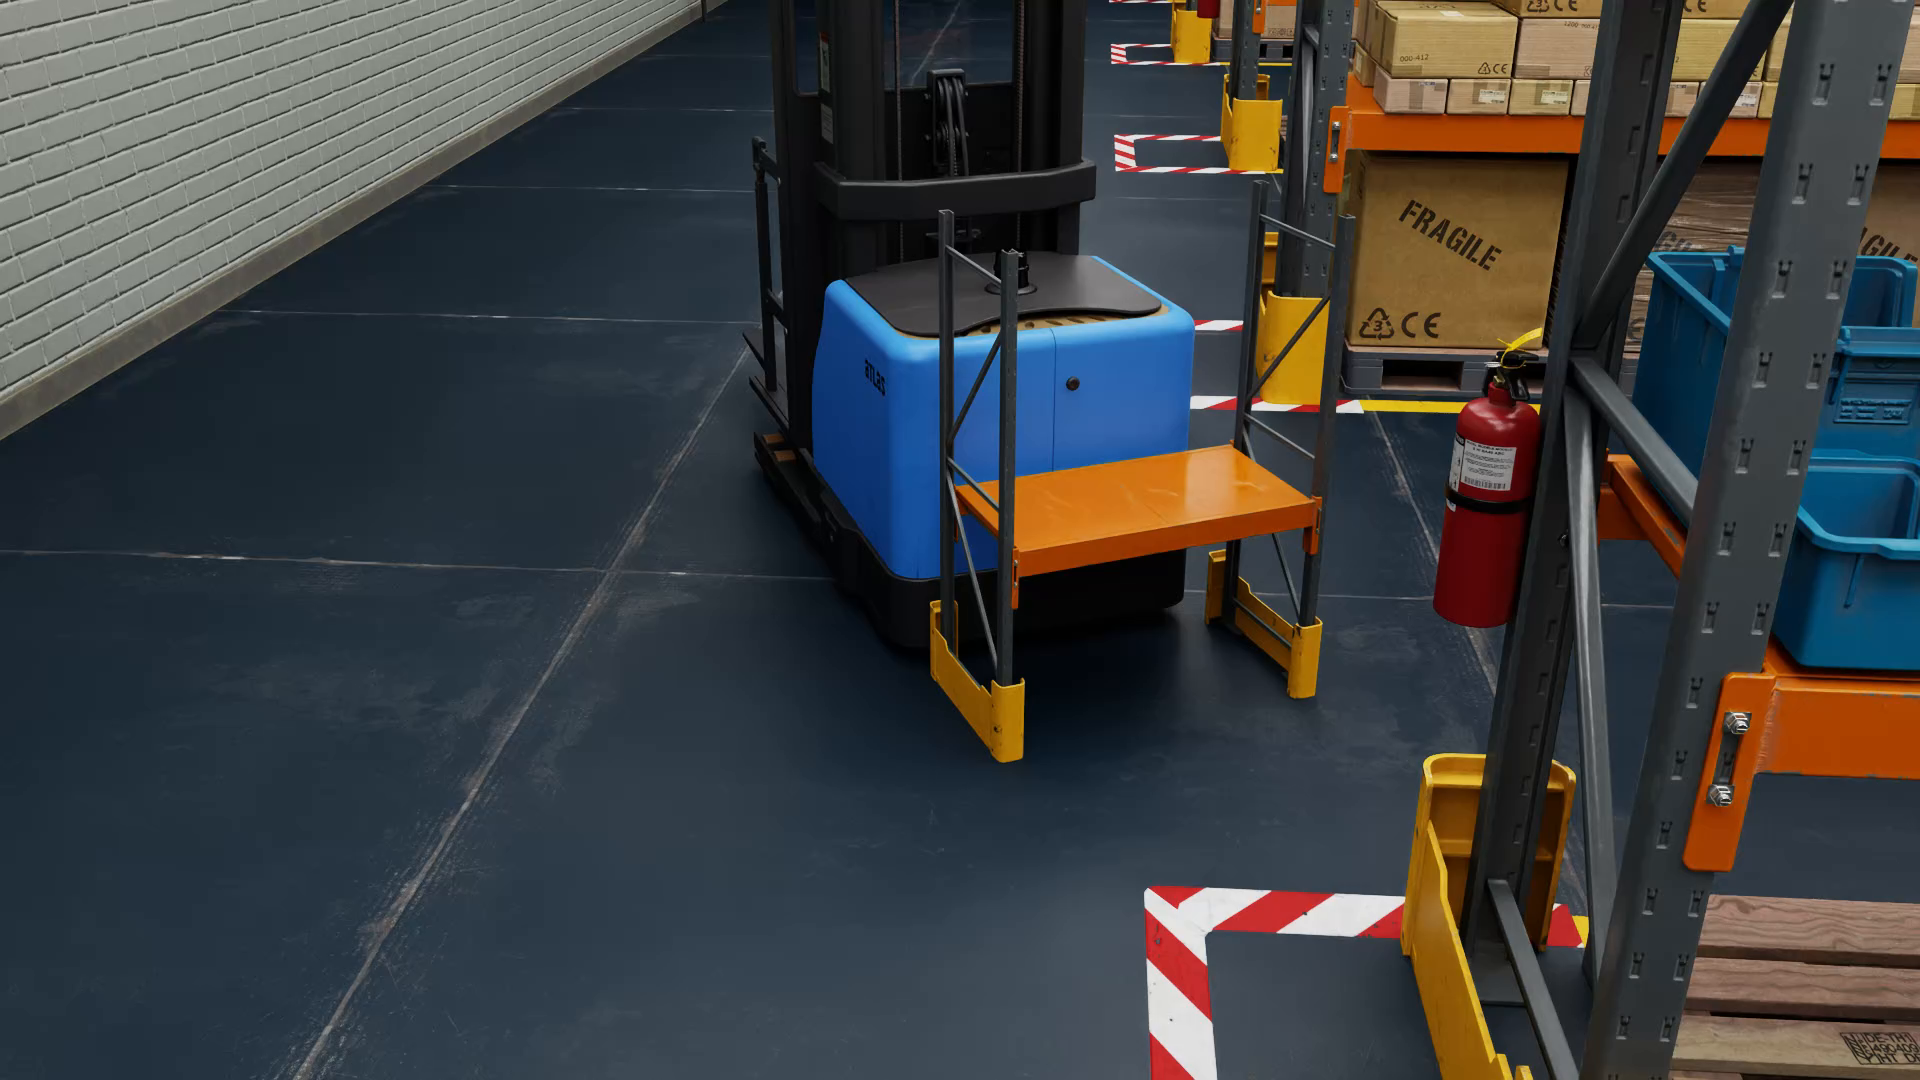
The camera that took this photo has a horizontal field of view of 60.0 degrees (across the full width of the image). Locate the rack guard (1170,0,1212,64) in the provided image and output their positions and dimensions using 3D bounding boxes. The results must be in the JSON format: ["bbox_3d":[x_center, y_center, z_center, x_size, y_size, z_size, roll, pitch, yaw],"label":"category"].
[{"bbox_3d":[2.357,-5.218,16.992,0.348,0.500,1.175,2,25,4],"label":"rack guard"}]

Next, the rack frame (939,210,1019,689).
[{"bbox_3d":[0.044,-0.150,4.782,0.032,1.500,0.500,-9,26,-20],"label":"rack frame"}]

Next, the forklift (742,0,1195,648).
[{"bbox_3d":[-0.206,-1.577,6.171,1.130,2.935,3.031,-8,26,-18],"label":"forklift"}]

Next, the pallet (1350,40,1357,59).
[{"bbox_3d":[4.398,-5.053,16.979,1.213,0.211,1.003,2,25,4],"label":"pallet"}]

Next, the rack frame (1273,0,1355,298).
[{"bbox_3d":[1.623,-2.223,7.492,0.127,3.000,1.000,2,25,4],"label":"rack frame"}]

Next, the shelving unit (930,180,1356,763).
[{"bbox_3d":[0.509,-0.227,4.949,1.083,1.500,0.587,-9,26,-20],"label":"shelving unit"}]

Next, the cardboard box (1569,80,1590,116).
[{"bbox_3d":[2.723,-1.936,7.170,0.250,0.149,0.380,1,25,3],"label":"cardboard box"}]

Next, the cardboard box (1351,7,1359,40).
[{"bbox_3d":[3.960,-5.375,16.905,0.875,0.438,0.875,2,25,5],"label":"cardboard box"}]

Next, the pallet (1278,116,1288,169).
[{"bbox_3d":[2.986,-2.977,12.467,1.213,0.211,1.003,2,25,4],"label":"pallet"}]

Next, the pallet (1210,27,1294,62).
[{"bbox_3d":[3.184,-5.093,17.066,1.213,0.211,1.003,2,25,4],"label":"pallet"}]

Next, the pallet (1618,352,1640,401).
[{"bbox_3d":[3.639,-0.923,8.003,1.213,0.211,1.003,2,25,4],"label":"pallet"}]

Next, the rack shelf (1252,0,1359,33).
[{"bbox_3d":[4.097,-3.896,11.989,4.000,0.370,1.077,2,25,4],"label":"rack shelf"}]

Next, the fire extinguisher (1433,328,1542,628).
[{"bbox_3d":[1.128,-0.148,3.522,0.183,0.674,0.296,2,25,4],"label":"fire extinguisher"}]

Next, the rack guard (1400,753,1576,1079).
[{"bbox_3d":[1.218,0.982,3.518,0.348,0.500,1.175,2,25,4],"label":"rack guard"}]

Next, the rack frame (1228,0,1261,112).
[{"bbox_3d":[2.103,-4.287,11.978,0.127,3.000,1.000,2,25,4],"label":"rack frame"}]

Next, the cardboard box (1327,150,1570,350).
[{"bbox_3d":[2.267,-1.461,7.876,0.875,0.875,0.875,2,25,4],"label":"cardboard box"}]

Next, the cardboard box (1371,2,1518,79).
[{"bbox_3d":[2.080,-2.162,7.183,0.500,0.250,0.500,1,25,3],"label":"cardboard box"}]

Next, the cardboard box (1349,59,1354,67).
[{"bbox_3d":[2.896,-3.509,12.485,0.250,0.149,0.380,2,25,5],"label":"cardboard box"}]

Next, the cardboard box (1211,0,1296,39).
[{"bbox_3d":[3.047,-5.400,16.961,0.875,0.438,0.875,1,25,2],"label":"cardboard box"}]

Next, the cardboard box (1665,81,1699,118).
[{"bbox_3d":[2.976,-1.928,7.151,0.250,0.149,0.380,1,25,3],"label":"cardboard box"}]

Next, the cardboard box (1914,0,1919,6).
[{"bbox_3d":[4.143,-2.658,7.364,0.500,0.500,0.500,1,25,2],"label":"cardboard box"}]

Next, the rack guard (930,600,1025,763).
[{"bbox_3d":[0.045,0.417,5.044,0.087,0.250,0.587,-9,26,-20],"label":"rack guard"}]

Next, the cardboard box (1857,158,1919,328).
[{"bbox_3d":[4.061,-1.404,7.751,0.875,0.875,0.875,2,25,4],"label":"cardboard box"}]

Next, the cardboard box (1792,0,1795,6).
[{"bbox_3d":[3.659,-2.337,7.564,0.500,0.250,0.500,2,25,4],"label":"cardboard box"}]

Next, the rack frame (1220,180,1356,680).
[{"bbox_3d":[0.990,-0.307,5.122,0.032,1.500,0.500,-9,26,-20],"label":"rack frame"}]

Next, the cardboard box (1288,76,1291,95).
[{"bbox_3d":[2.651,-3.420,12.645,0.250,0.149,0.380,1,25,3],"label":"cardboard box"}]

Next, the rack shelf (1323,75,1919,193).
[{"bbox_3d":[3.617,-1.832,7.503,4.000,0.370,1.077,2,25,4],"label":"rack shelf"}]

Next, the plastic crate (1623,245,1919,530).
[{"bbox_3d":[1.592,-0.269,3.132,0.499,0.435,0.616,2,25,4],"label":"plastic crate"}]

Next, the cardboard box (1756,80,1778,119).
[{"bbox_3d":[3.485,-1.911,7.115,0.250,0.149,0.380,1,25,3],"label":"cardboard box"}]

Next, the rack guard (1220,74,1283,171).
[{"bbox_3d":[2.179,-3.149,12.495,0.348,0.500,1.175,2,25,4],"label":"rack guard"}]

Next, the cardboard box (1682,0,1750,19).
[{"bbox_3d":[3.096,-2.472,6.961,0.500,0.500,0.500,1,25,3],"label":"cardboard box"}]

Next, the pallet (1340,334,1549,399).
[{"bbox_3d":[2.426,-0.963,8.090,1.213,0.211,1.003,2,25,4],"label":"pallet"}]

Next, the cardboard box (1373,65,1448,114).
[{"bbox_3d":[1.951,-1.960,7.221,0.250,0.149,0.380,2,25,5],"label":"cardboard box"}]

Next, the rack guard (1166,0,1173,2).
[{"bbox_3d":[2.833,-7.284,21.482,0.348,0.500,1.175,2,25,4],"label":"rack guard"}]

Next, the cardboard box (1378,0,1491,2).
[{"bbox_3d":[2.128,-2.724,7.509,0.500,0.500,0.500,2,25,5],"label":"cardboard box"}]

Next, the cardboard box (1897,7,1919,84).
[{"bbox_3d":[4.125,-2.098,7.045,0.500,0.250,0.500,2,25,5],"label":"cardboard box"}]

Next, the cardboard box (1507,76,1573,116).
[{"bbox_3d":[2.462,-1.944,7.187,0.250,0.149,0.380,1,25,3],"label":"cardboard box"}]

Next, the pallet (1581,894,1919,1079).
[{"bbox_3d":[2.063,1.151,3.496,1.213,0.211,1.003,2,25,4],"label":"pallet"}]

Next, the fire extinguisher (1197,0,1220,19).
[{"bbox_3d":[1.887,-4.283,12.507,0.183,0.674,0.296,2,25,4],"label":"fire extinguisher"}]

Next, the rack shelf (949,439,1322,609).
[{"bbox_3d":[0.517,-0.065,5.027,1.000,0.185,0.538,-9,26,-20],"label":"rack shelf"}]

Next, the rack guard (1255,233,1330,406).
[{"bbox_3d":[1.599,-1.088,8.016,0.348,0.500,1.175,2,25,4],"label":"rack guard"}]

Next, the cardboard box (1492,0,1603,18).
[{"bbox_3d":[2.579,-2.486,6.992,0.500,0.500,0.500,1,25,3],"label":"cardboard box"}]

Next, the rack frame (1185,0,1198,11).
[{"bbox_3d":[2.381,-6.353,16.468,0.127,3.000,1.000,2,25,4],"label":"rack frame"}]

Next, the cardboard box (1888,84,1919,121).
[{"bbox_3d":[4.000,-1.895,7.080,0.250,0.149,0.380,1,25,3],"label":"cardboard box"}]

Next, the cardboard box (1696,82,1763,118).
[{"bbox_3d":[3.233,-1.920,7.134,0.250,0.149,0.380,2,25,3],"label":"cardboard box"}]

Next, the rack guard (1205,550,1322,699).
[{"bbox_3d":[0.971,0.264,5.377,0.087,0.250,0.587,-9,26,-20],"label":"rack guard"}]

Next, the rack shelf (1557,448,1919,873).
[{"bbox_3d":[3.237,0.232,3.017,4.000,0.370,1.077,2,25,4],"label":"rack shelf"}]

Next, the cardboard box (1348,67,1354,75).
[{"bbox_3d":[2.883,-3.336,12.107,0.250,0.149,0.380,2,25,5],"label":"cardboard box"}]

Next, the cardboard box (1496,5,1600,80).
[{"bbox_3d":[2.599,-2.148,7.153,0.500,0.250,0.500,2,25,3],"label":"cardboard box"}]

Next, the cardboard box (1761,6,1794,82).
[{"bbox_3d":[3.621,-2.116,7.083,0.500,0.250,0.500,1,25,3],"label":"cardboard box"}]

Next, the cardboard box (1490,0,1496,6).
[{"bbox_3d":[2.632,-2.368,7.632,0.500,0.250,0.500,1,25,3],"label":"cardboard box"}]

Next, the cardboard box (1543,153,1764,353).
[{"bbox_3d":[3.174,-1.432,7.813,0.875,0.875,0.875,2,25,4],"label":"cardboard box"}]

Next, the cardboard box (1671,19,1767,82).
[{"bbox_3d":[3.100,-2.130,7.115,0.500,0.250,0.500,1,25,2],"label":"cardboard box"}]

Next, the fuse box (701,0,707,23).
[{"bbox_3d":[-2.937,-6.809,19.001,0.414,1.711,0.539,2,25,4],"label":"fuse box"}]

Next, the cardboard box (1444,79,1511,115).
[{"bbox_3d":[2.207,-1.952,7.204,0.250,0.149,0.380,1,25,3],"label":"cardboard box"}]

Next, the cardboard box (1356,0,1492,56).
[{"bbox_3d":[2.126,-2.385,7.668,0.500,0.250,0.500,1,25,3],"label":"cardboard box"}]

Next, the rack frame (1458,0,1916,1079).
[{"bbox_3d":[1.243,-0.158,3.006,0.127,3.000,1.000,2,25,4],"label":"rack frame"}]

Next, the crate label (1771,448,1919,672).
[{"bbox_3d":[1.464,0.036,2.713,0.303,0.233,0.416,2,25,4],"label":"crate label"}]

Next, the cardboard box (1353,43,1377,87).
[{"bbox_3d":[2.003,-2.234,7.818,0.250,0.149,0.380,2,25,5],"label":"cardboard box"}]
